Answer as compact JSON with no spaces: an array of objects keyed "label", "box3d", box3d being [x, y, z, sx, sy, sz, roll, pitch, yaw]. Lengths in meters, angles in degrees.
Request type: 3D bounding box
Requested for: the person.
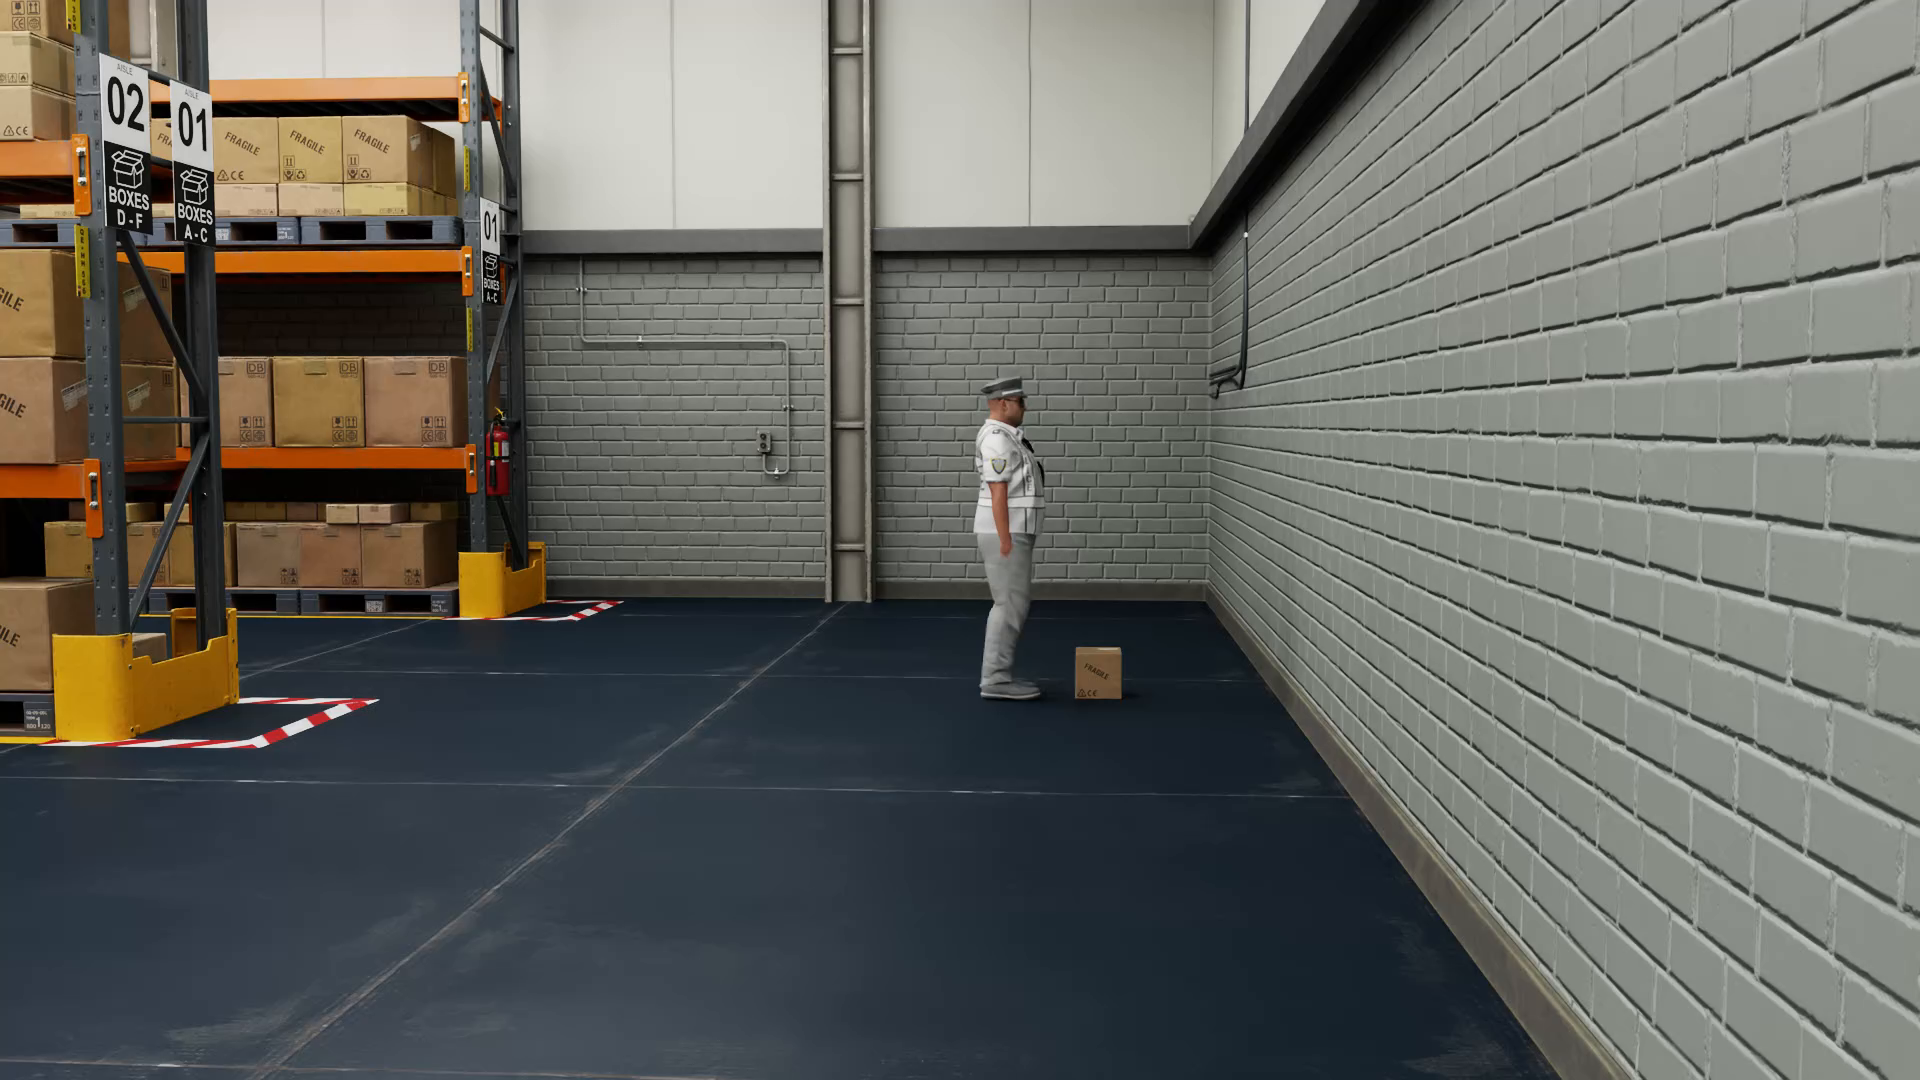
[{"label":"person","box3d":[0.272,-0.021,9.110,0.393,1.762,0.526,0,4,5]}]
